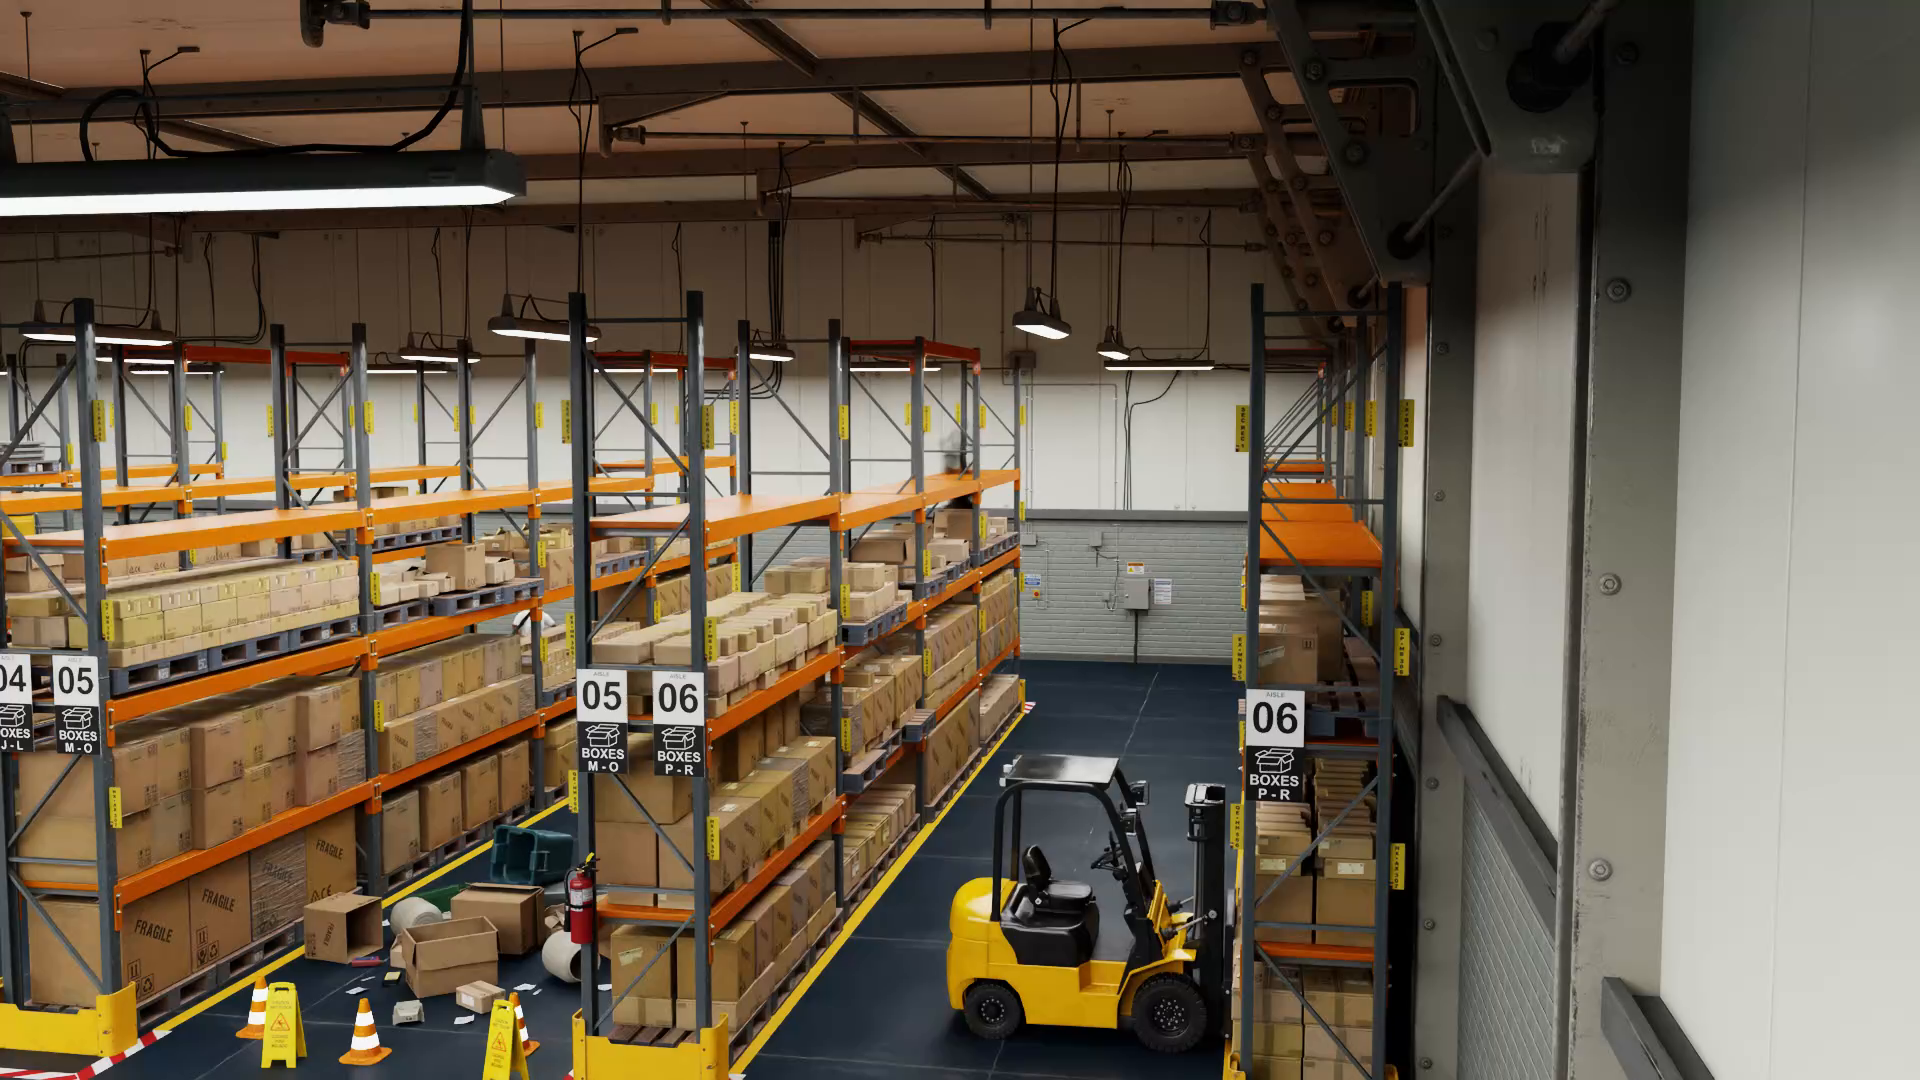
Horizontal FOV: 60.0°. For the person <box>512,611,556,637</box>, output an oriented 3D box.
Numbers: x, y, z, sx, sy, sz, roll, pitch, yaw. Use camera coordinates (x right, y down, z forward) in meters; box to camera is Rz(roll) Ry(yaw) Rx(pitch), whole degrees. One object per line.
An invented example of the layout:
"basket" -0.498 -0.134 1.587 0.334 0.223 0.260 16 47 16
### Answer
"person" -7.580 1.886 30.121 0.975 1.712 0.771 -2 5 -24
